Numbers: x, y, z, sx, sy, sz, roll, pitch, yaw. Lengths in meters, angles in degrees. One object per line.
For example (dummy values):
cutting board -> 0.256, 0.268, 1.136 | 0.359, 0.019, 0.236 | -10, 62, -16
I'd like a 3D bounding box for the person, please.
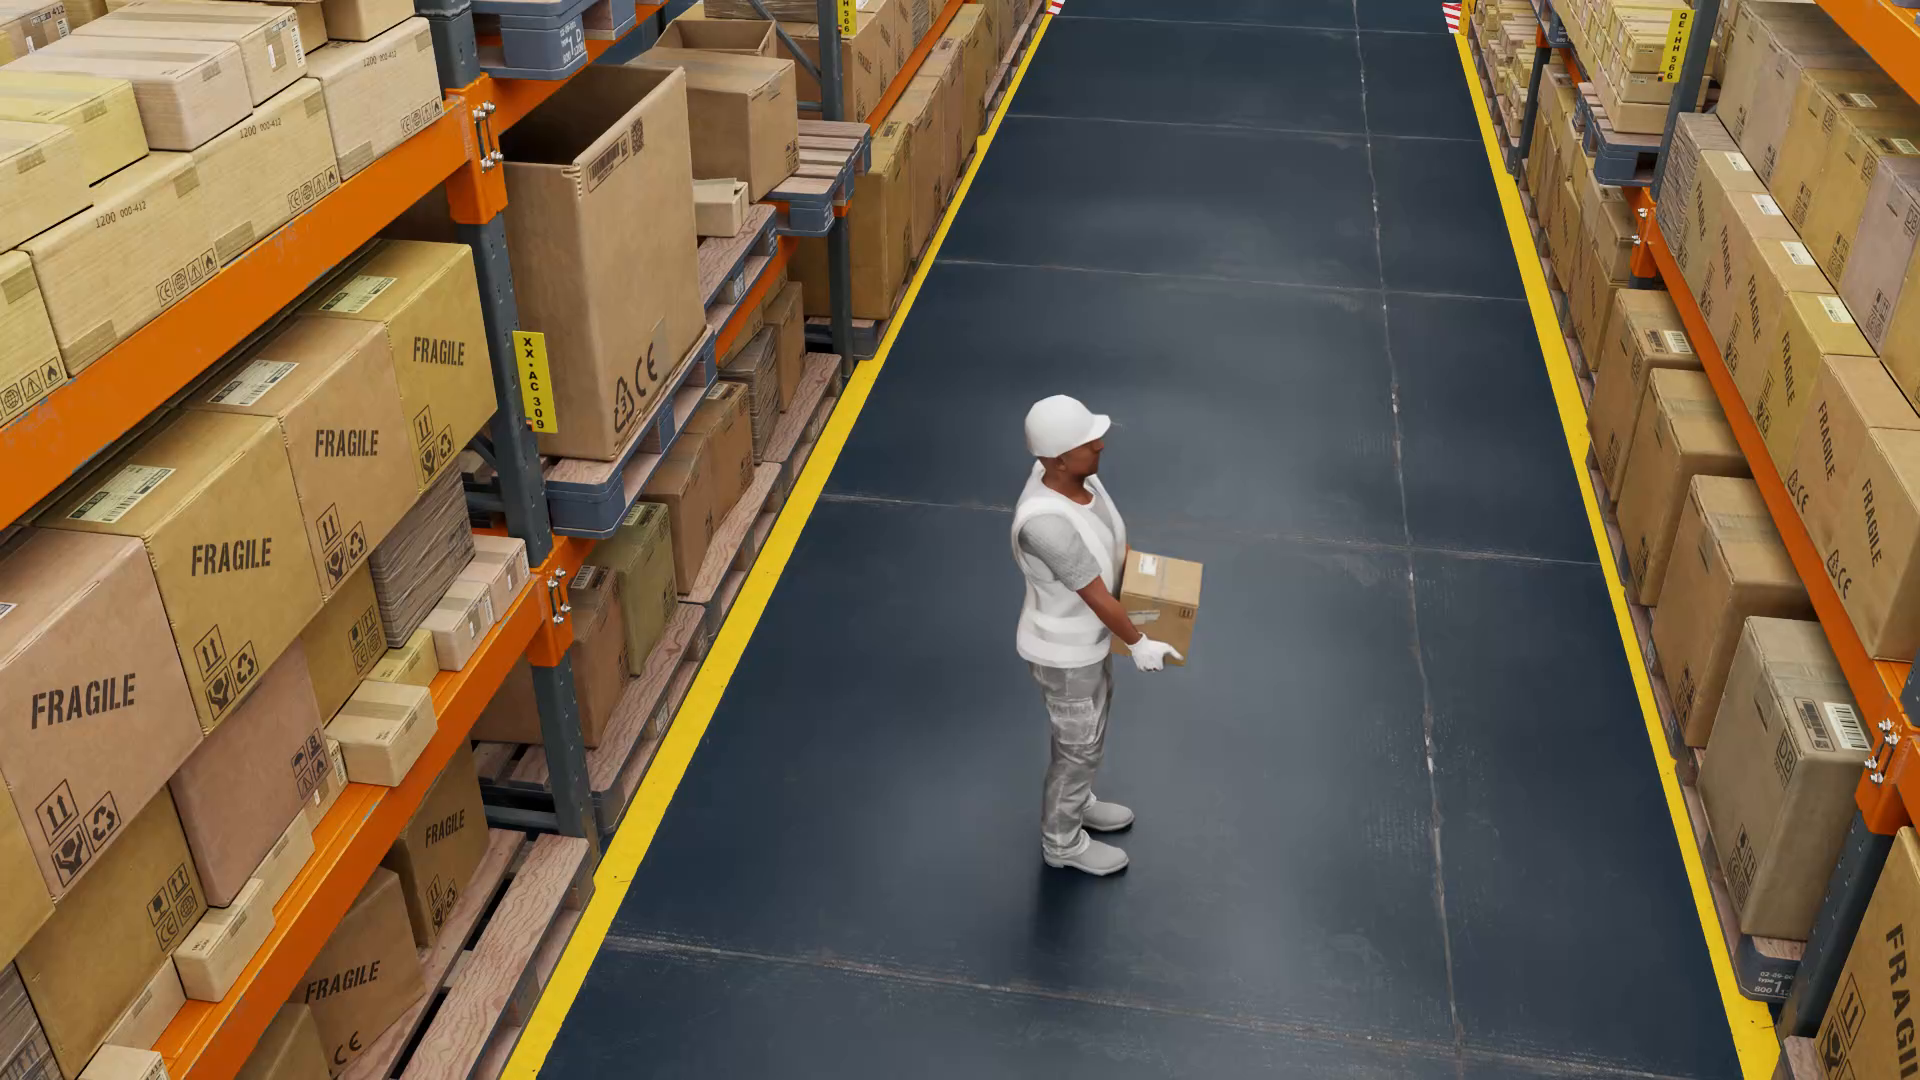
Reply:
person -> 0.467, 0.333, 5.593 | 0.575, 1.778, 0.487 | 6, 33, 9
